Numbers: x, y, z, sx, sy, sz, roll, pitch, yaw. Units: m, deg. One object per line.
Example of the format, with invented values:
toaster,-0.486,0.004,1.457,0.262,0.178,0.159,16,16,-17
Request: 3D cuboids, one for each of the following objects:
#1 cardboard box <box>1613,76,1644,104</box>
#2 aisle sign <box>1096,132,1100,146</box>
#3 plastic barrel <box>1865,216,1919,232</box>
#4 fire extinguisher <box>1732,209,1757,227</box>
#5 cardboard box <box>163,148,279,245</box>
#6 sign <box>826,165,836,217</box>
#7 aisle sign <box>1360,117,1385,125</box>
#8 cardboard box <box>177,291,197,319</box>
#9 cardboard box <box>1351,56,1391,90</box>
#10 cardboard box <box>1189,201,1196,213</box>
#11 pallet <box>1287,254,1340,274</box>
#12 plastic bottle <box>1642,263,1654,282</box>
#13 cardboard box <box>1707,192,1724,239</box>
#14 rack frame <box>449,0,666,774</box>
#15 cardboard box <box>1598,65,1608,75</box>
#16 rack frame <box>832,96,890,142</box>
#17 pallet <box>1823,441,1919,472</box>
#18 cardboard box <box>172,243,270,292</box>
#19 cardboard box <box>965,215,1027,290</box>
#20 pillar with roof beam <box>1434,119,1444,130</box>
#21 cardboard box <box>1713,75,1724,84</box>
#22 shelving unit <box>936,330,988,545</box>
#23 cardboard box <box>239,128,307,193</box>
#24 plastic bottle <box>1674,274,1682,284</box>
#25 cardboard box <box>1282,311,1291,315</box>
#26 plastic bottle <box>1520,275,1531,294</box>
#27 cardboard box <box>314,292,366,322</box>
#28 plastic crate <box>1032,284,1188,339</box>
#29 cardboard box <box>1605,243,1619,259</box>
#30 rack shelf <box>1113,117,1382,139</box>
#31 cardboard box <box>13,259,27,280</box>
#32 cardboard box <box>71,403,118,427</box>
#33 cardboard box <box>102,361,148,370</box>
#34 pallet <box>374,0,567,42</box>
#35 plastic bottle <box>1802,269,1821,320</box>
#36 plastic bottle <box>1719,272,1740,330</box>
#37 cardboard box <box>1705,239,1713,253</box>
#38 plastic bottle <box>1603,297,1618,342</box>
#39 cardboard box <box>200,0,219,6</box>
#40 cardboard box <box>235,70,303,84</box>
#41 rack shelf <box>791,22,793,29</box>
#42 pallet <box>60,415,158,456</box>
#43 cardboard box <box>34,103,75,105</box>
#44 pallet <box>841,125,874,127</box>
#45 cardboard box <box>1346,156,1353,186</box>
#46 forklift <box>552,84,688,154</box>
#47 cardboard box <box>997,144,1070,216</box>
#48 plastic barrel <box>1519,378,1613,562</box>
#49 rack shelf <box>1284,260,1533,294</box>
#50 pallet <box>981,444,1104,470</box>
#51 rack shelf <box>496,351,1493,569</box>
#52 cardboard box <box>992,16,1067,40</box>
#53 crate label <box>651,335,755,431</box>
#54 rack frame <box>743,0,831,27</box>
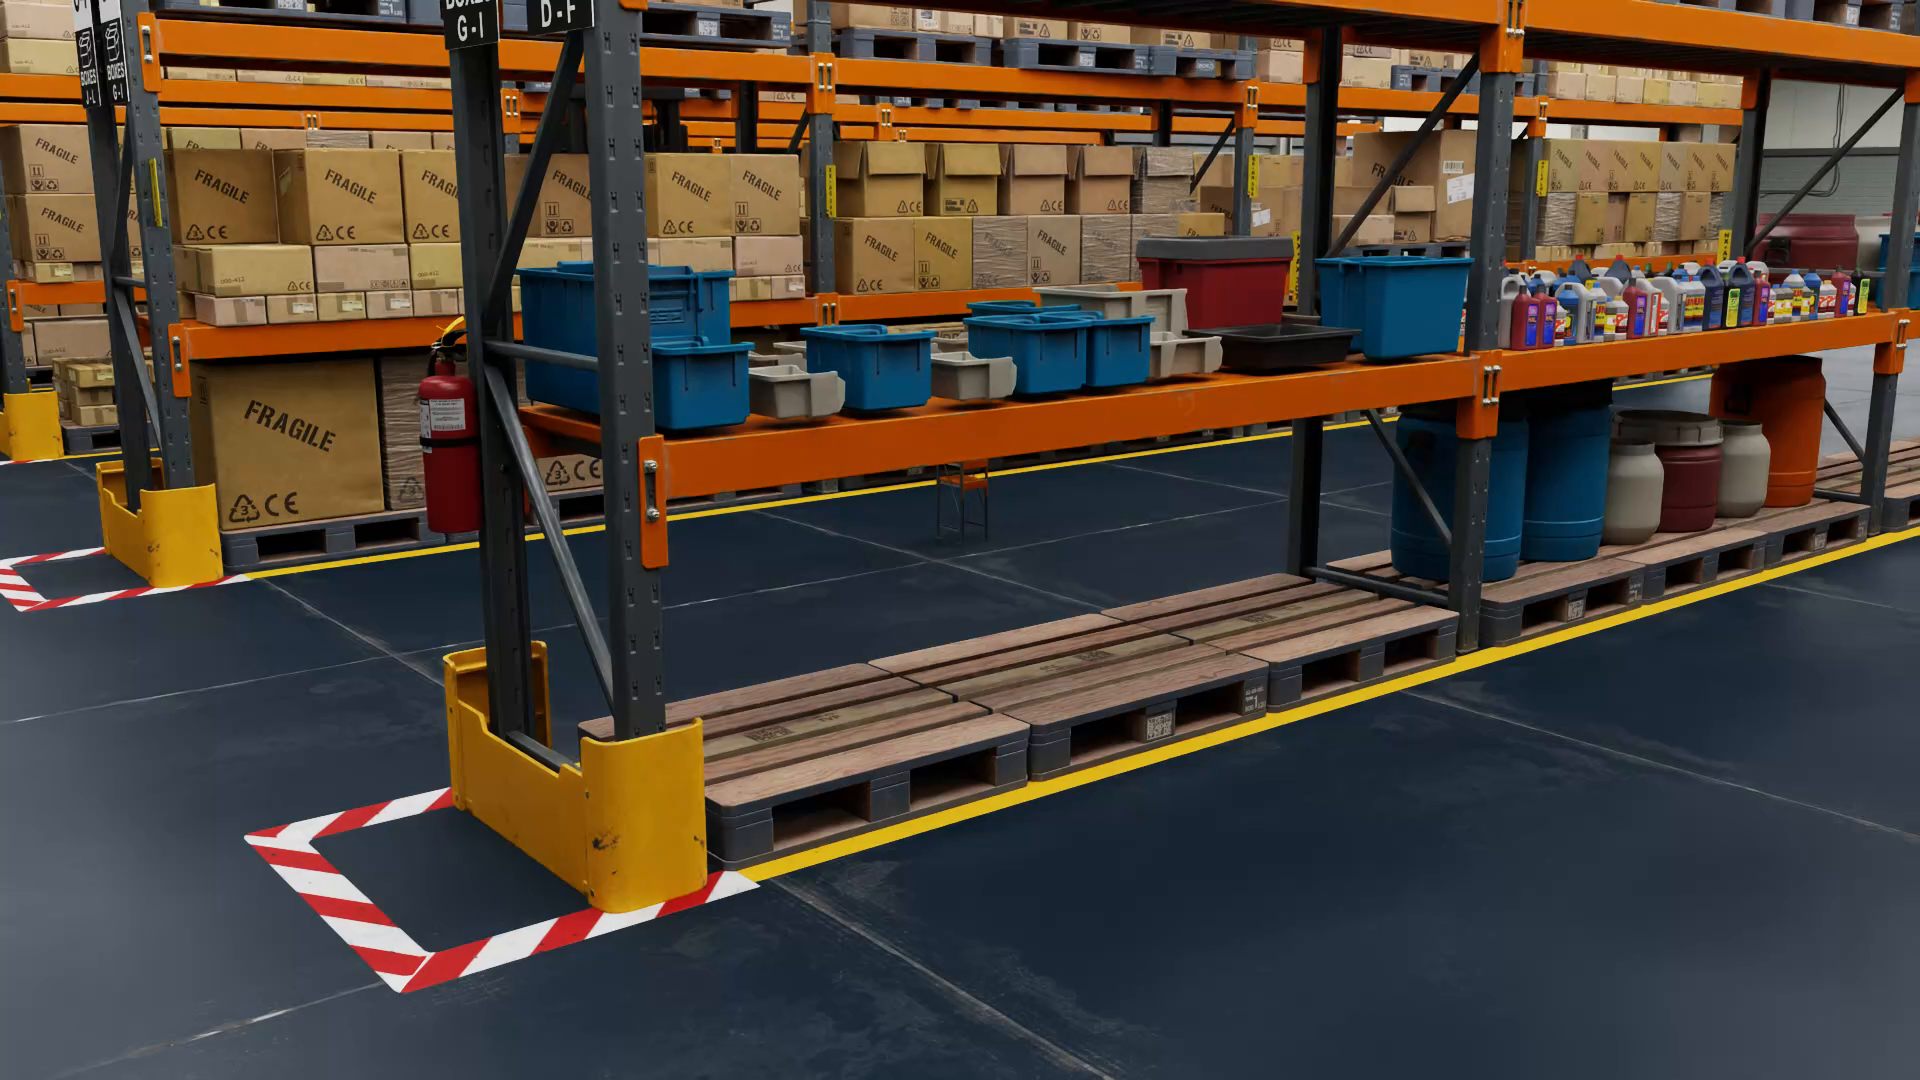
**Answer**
cardboard box,6.390,-4.436,16.437,0.500,0.250,0.500,-10,16,-40
aisle sign,2.237,-6.252,25.591,0.004,0.787,0.394,-9,15,-38
plastic barrel,6.044,-1.848,10.841,0.421,0.512,0.421,0,12,0
fire extinguisher,8.575,-3.314,18.202,0.183,0.674,0.296,-9,15,-38
cardboard box,-4.080,-1.881,9.104,0.500,0.500,0.500,-9,15,-37
sign,-0.824,-2.227,10.621,0.005,0.325,0.100,-9,15,-38
aisle sign,5.421,-5.462,21.870,0.004,0.787,0.394,-9,15,-38
cardboard box,-4.223,-1.313,9.194,0.250,0.149,0.380,-9,15,-37
cardboard box,3.274,-3.922,14.019,0.500,0.250,0.500,-9,15,-36
cardboard box,2.335,-3.834,20.101,0.550,0.550,0.875,-9,15,-38
pallet,2.441,-2.390,14.124,1.003,0.211,1.213,-9,15,-38
plastic bottle,3.831,-1.410,9.328,0.133,0.283,0.061,-9,15,-38
cardboard box,7.751,-3.540,18.119,0.500,0.500,0.875,-9,15,-38
rack frame,-1.202,-0.533,4.915,0.127,3.000,1.000,-9,15,-38
cardboard box,6.076,-4.590,16.205,0.250,0.149,0.380,-9,15,-36
rack frame,-1.069,-3.192,17.437,0.127,3.000,1.000,-9,15,-38
pallet,6.626,-0.458,11.279,1.213,0.211,1.003,-9,15,-38
cardboard box,-4.083,-1.514,9.182,0.500,0.250,0.500,-10,15,-39
cardboard box,0.126,-2.053,11.836,0.500,0.500,0.500,-10,15,-39
pillar with roof beam,14.541,-10.452,37.185,0.548,9.000,9.100,-9,15,-38
cardboard box,7.754,-4.846,17.410,0.250,0.149,0.380,-10,16,-40
shelving unit,0.011,-0.589,9.513,0.189,1.200,0.258,-9,15,-38
cardboard box,-5.593,-3.049,13.403,0.500,0.500,0.500,-10,16,-39
plastic bottle,3.595,-1.196,8.351,0.097,0.271,0.097,0,12,0
cardboard box,2.456,-1.825,14.155,0.500,0.250,0.500,-9,15,-35
plastic bottle,2.799,-1.187,8.308,0.097,0.271,0.097,0,12,0
cardboard box,-3.413,-1.272,9.004,0.250,0.149,0.380,-10,16,-39
plastic crate,0.614,-0.855,6.573,0.530,0.282,0.437,-9,15,-38
cardboard box,6.391,-2.915,16.742,0.250,0.149,0.380,-9,15,-38
rack shelf,3.617,-5.085,20.867,4.000,0.370,1.077,-9,15,-38
cardboard box,-7.237,-2.119,12.990,0.250,0.149,0.380,-9,15,-38
cardboard box,-6.706,-0.980,12.877,0.250,0.149,0.380,-9,15,-37
cardboard box,-6.554,-1.324,13.060,0.250,0.149,0.380,-9,15,-37
pallet,-2.770,-3.017,9.607,1.213,0.211,1.003,-9,15,-38
plastic bottle,4.562,-1.319,8.927,0.097,0.271,0.097,0,12,0
plastic bottle,3.855,-1.202,8.350,0.133,0.283,0.061,-9,15,-38
cardboard box,7.909,-3.186,18.018,0.250,0.149,0.380,-9,15,-38
plastic bottle,2.991,-1.023,7.705,0.097,0.201,0.097,0,12,0
cardboard box,-5.862,-4.146,12.910,0.250,0.149,0.380,-9,15,-36
cardboard box,-5.587,-3.766,13.282,0.500,0.250,0.500,-10,15,-38
rack shelf,-2.678,-6.628,21.872,4.000,0.370,1.077,-9,15,-38
pallet,-6.600,-0.899,13.354,1.213,0.211,1.003,-9,15,-38
cardboard box,-11.494,-5.569,21.058,0.500,0.250,0.500,-9,15,-36
pallet,-1.665,-5.813,23.013,1.003,0.211,1.213,-9,15,-38
cardboard box,4.864,-4.789,22.001,0.550,0.550,0.875,-9,15,-38
forklift,-2.828,-2.394,13.845,1.130,2.935,3.031,-4,13,-18
cardboard box,0.340,-2.649,12.227,0.637,0.503,0.797,-9,15,-36
plastic barrel,2.910,-0.390,8.286,0.708,0.901,0.600,-9,15,-38
rack shelf,3.513,-2.282,14.884,4.000,0.370,1.077,-9,15,-38
pallet,0.336,-0.762,12.711,1.213,0.211,1.003,-9,15,-38
rack shelf,0.360,-0.440,6.212,4.000,0.370,1.077,-9,15,-38
cardboard box,0.369,-3.829,11.956,0.637,0.503,0.797,-10,15,-38
crate label,-0.803,-0.459,4.826,0.303,0.233,0.416,-9,15,-38
rack frame,-1.172,-4.789,10.519,0.127,3.000,1.000,-9,15,-38
